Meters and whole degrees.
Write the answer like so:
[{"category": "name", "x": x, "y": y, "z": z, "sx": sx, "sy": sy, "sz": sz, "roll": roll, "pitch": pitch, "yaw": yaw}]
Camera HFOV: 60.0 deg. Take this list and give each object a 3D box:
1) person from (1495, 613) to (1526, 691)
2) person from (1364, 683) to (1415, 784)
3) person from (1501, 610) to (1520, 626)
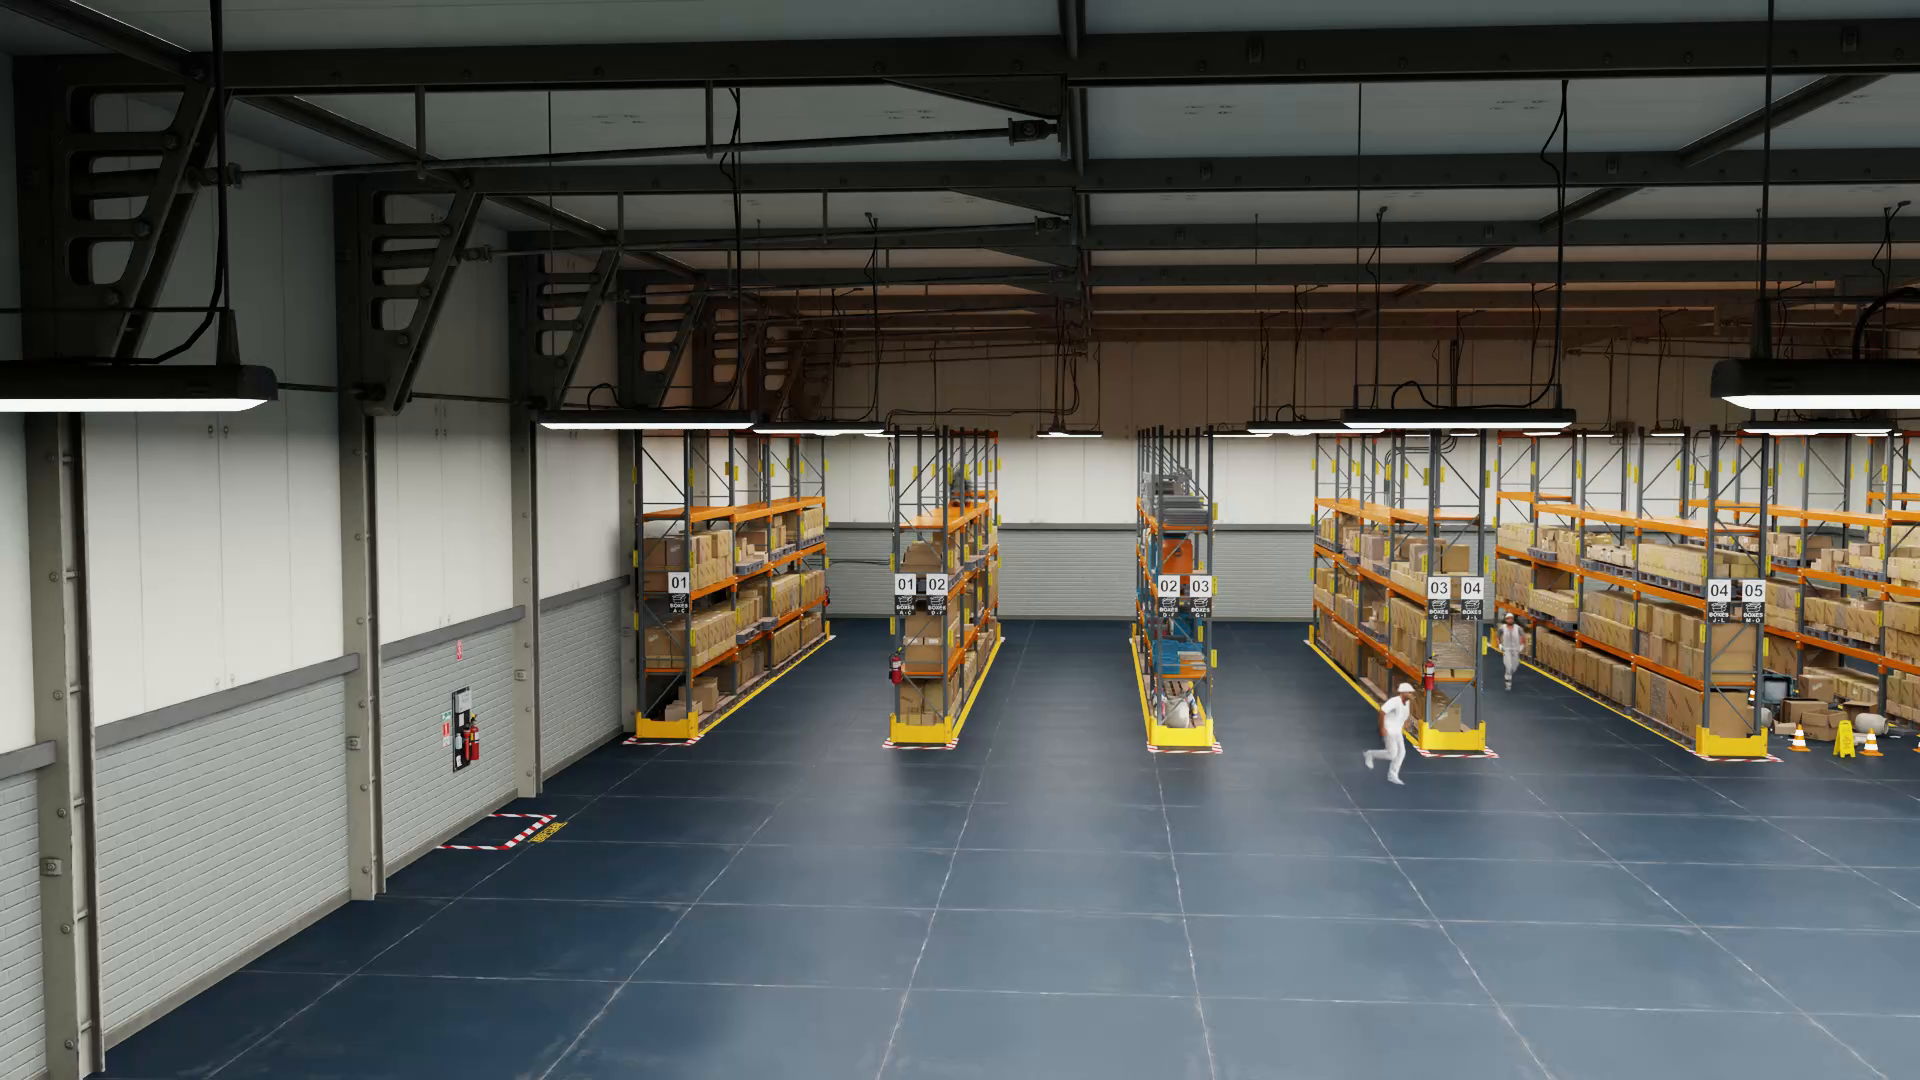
[{"category": "person", "x": 12.654, "y": 2.553, "z": 38.253, "sx": 0.676, "sy": 1.775, "sz": 0.662, "roll": 1, "pitch": 3, "yaw": 10}, {"category": "person", "x": 7.212, "y": 3.223, "z": 27.891, "sx": 0.881, "sy": 1.700, "sz": 0.698, "roll": 3, "pitch": 4, "yaw": 36}, {"category": "person", "x": 15.662, "y": 1.995, "z": 47.220, "sx": 1.040, "sy": 1.759, "sz": 0.765, "roll": 1, "pitch": 4, "yaw": 20}]
